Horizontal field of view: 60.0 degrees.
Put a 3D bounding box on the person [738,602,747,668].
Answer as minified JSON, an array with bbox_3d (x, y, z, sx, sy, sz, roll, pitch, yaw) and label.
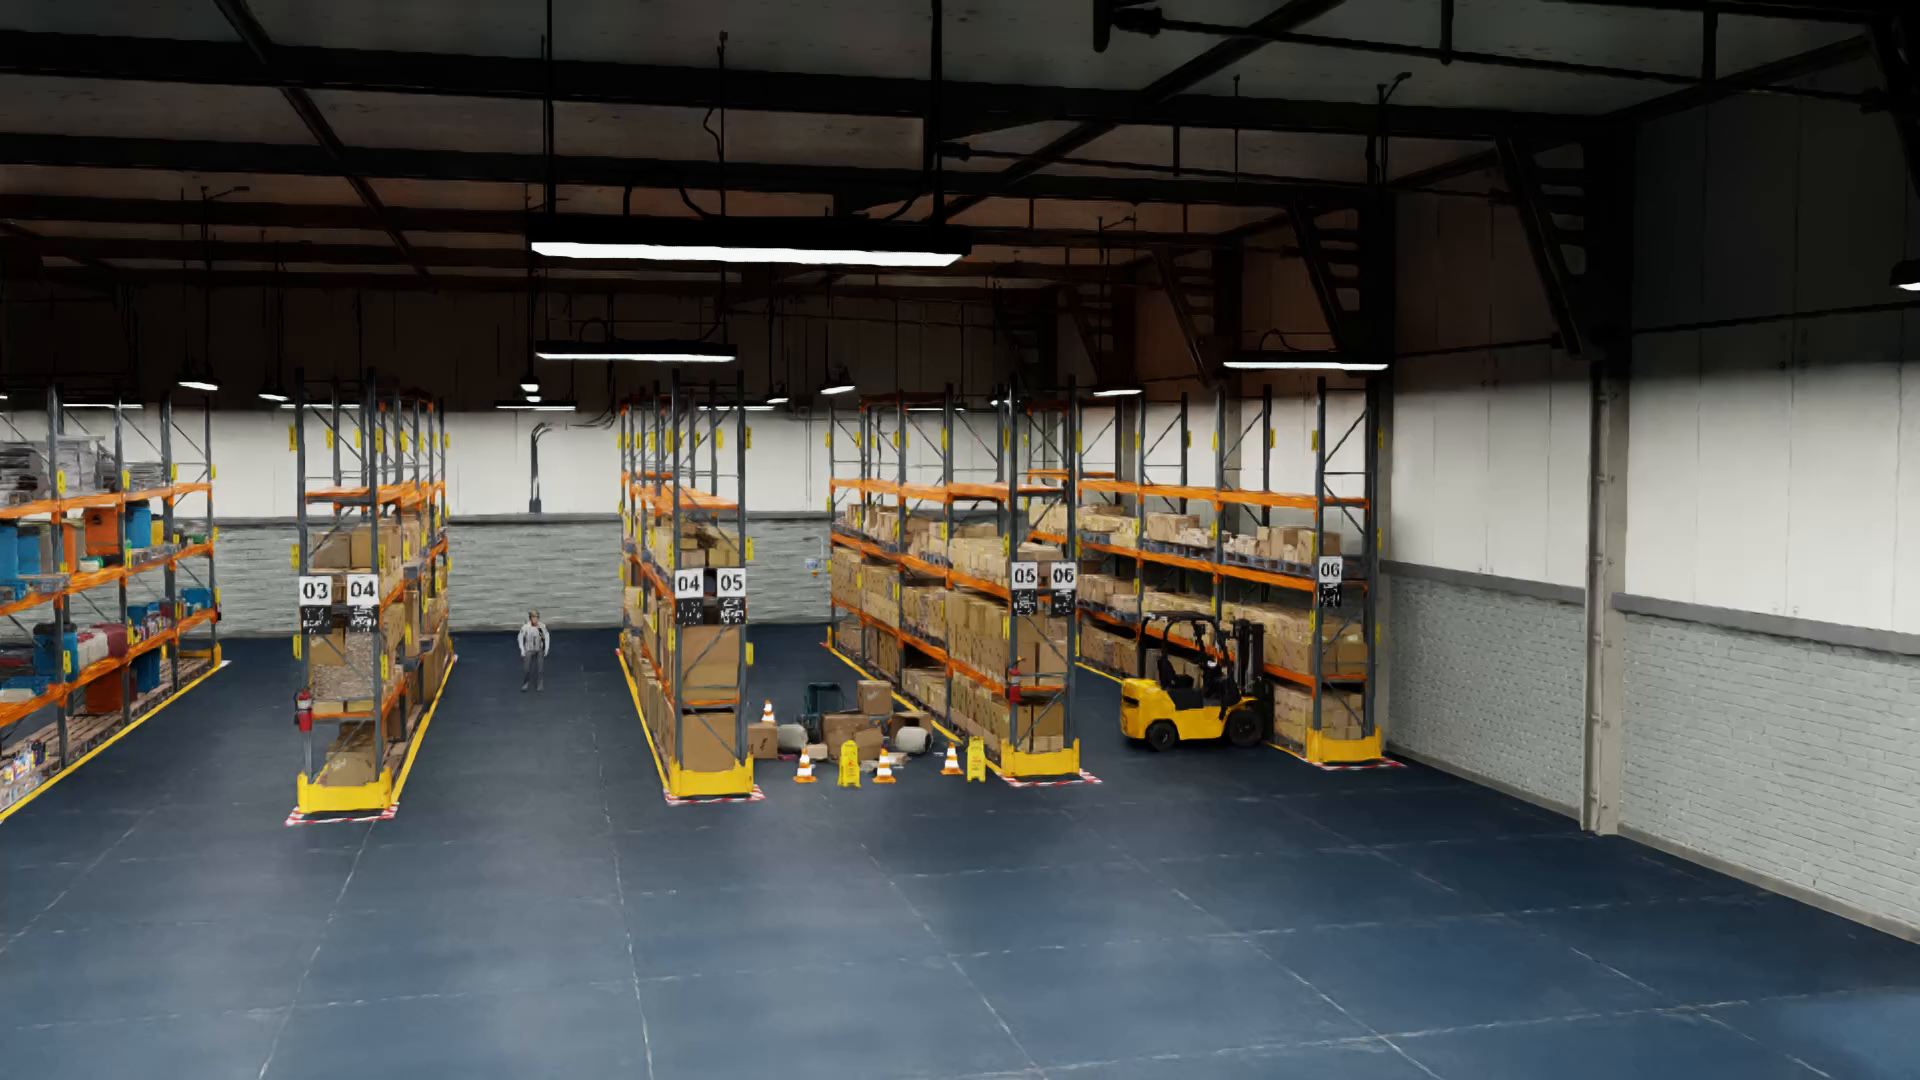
[{"bbox_3d":[-4.955,1.918,36.641,0.503,1.764,0.624,1,4,15],"label":"person"}]

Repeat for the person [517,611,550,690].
[{"bbox_3d":[-8.533,2.209,33.318,0.639,1.628,0.512,-1,4,-15],"label":"person"}]
